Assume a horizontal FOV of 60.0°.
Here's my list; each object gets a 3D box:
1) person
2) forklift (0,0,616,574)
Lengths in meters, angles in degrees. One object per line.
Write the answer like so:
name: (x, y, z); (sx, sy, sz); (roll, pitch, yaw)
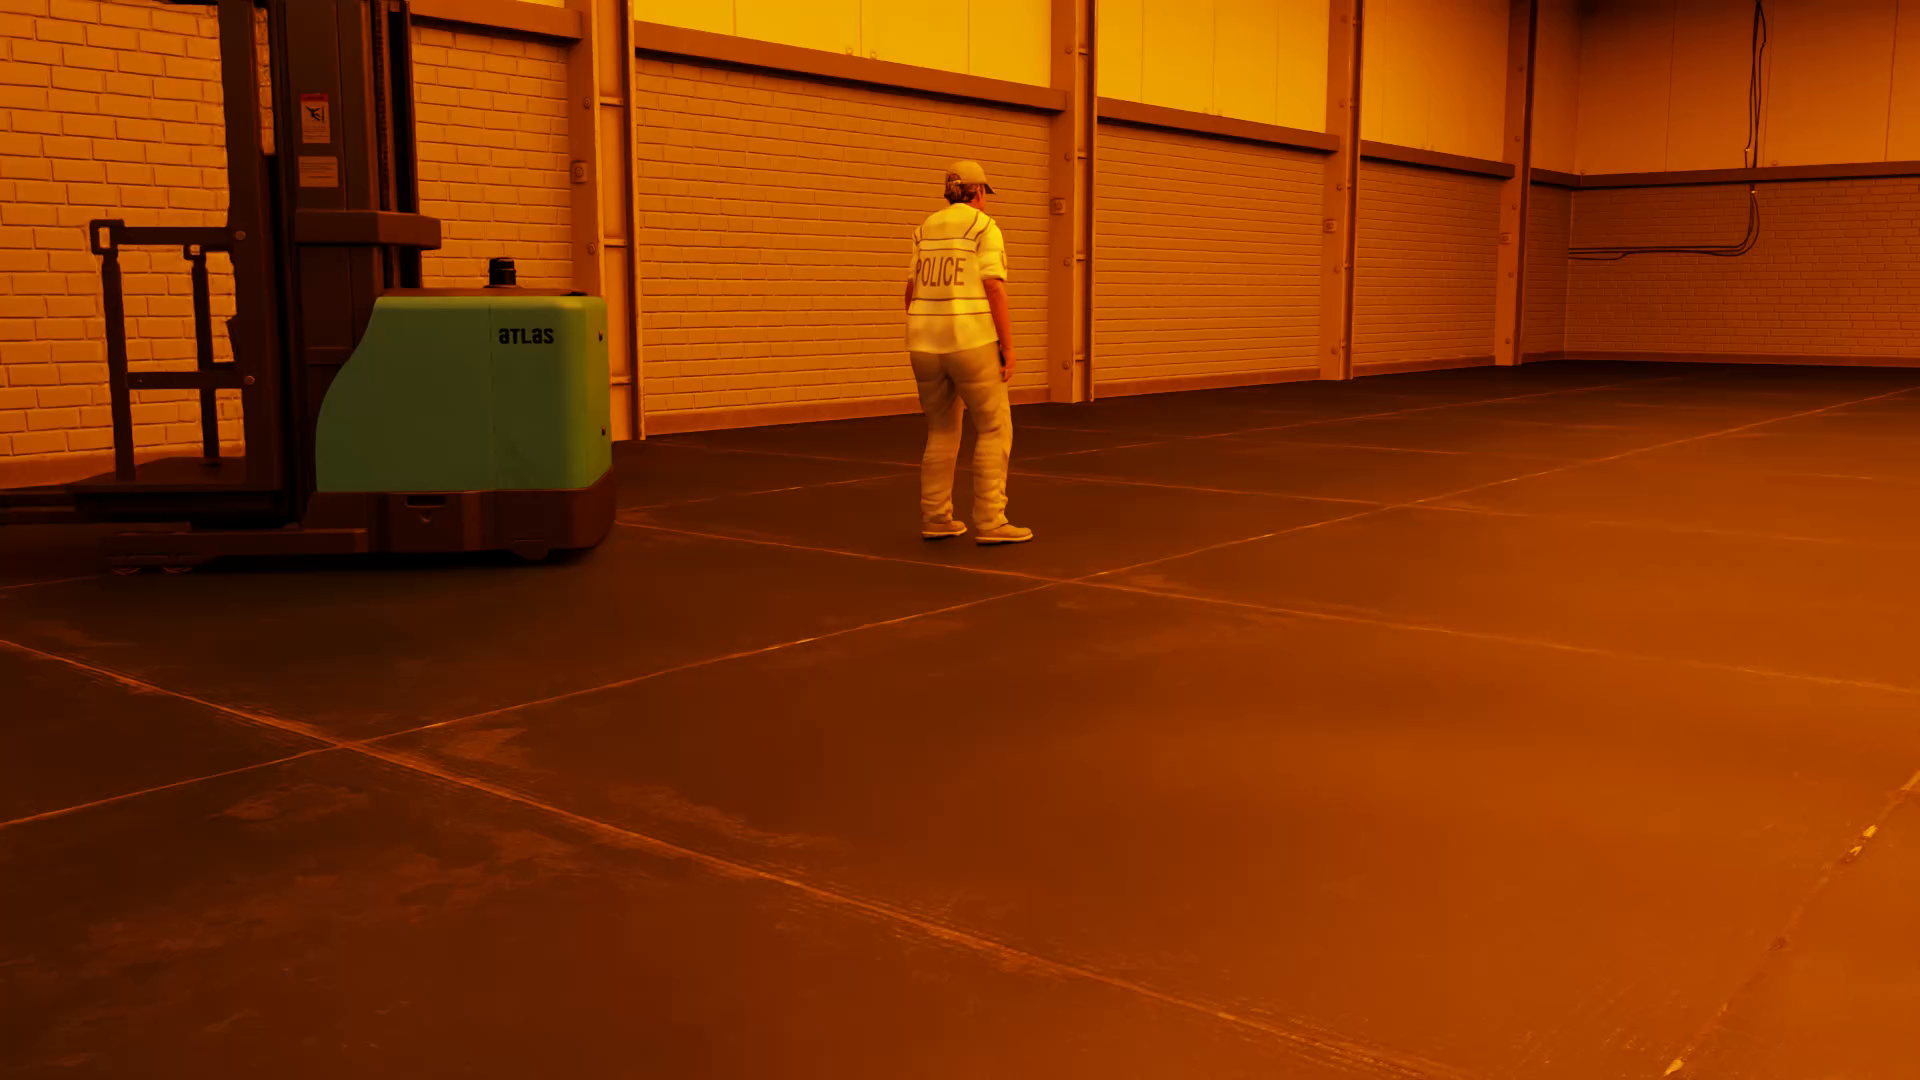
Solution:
person: (0.026, -0.828, 7.322); (0.560, 1.665, 0.467); (6, 10, 35)
forklift: (-3.033, -1.397, 6.827); (3.031, 2.935, 1.130); (-1, 8, -6)
